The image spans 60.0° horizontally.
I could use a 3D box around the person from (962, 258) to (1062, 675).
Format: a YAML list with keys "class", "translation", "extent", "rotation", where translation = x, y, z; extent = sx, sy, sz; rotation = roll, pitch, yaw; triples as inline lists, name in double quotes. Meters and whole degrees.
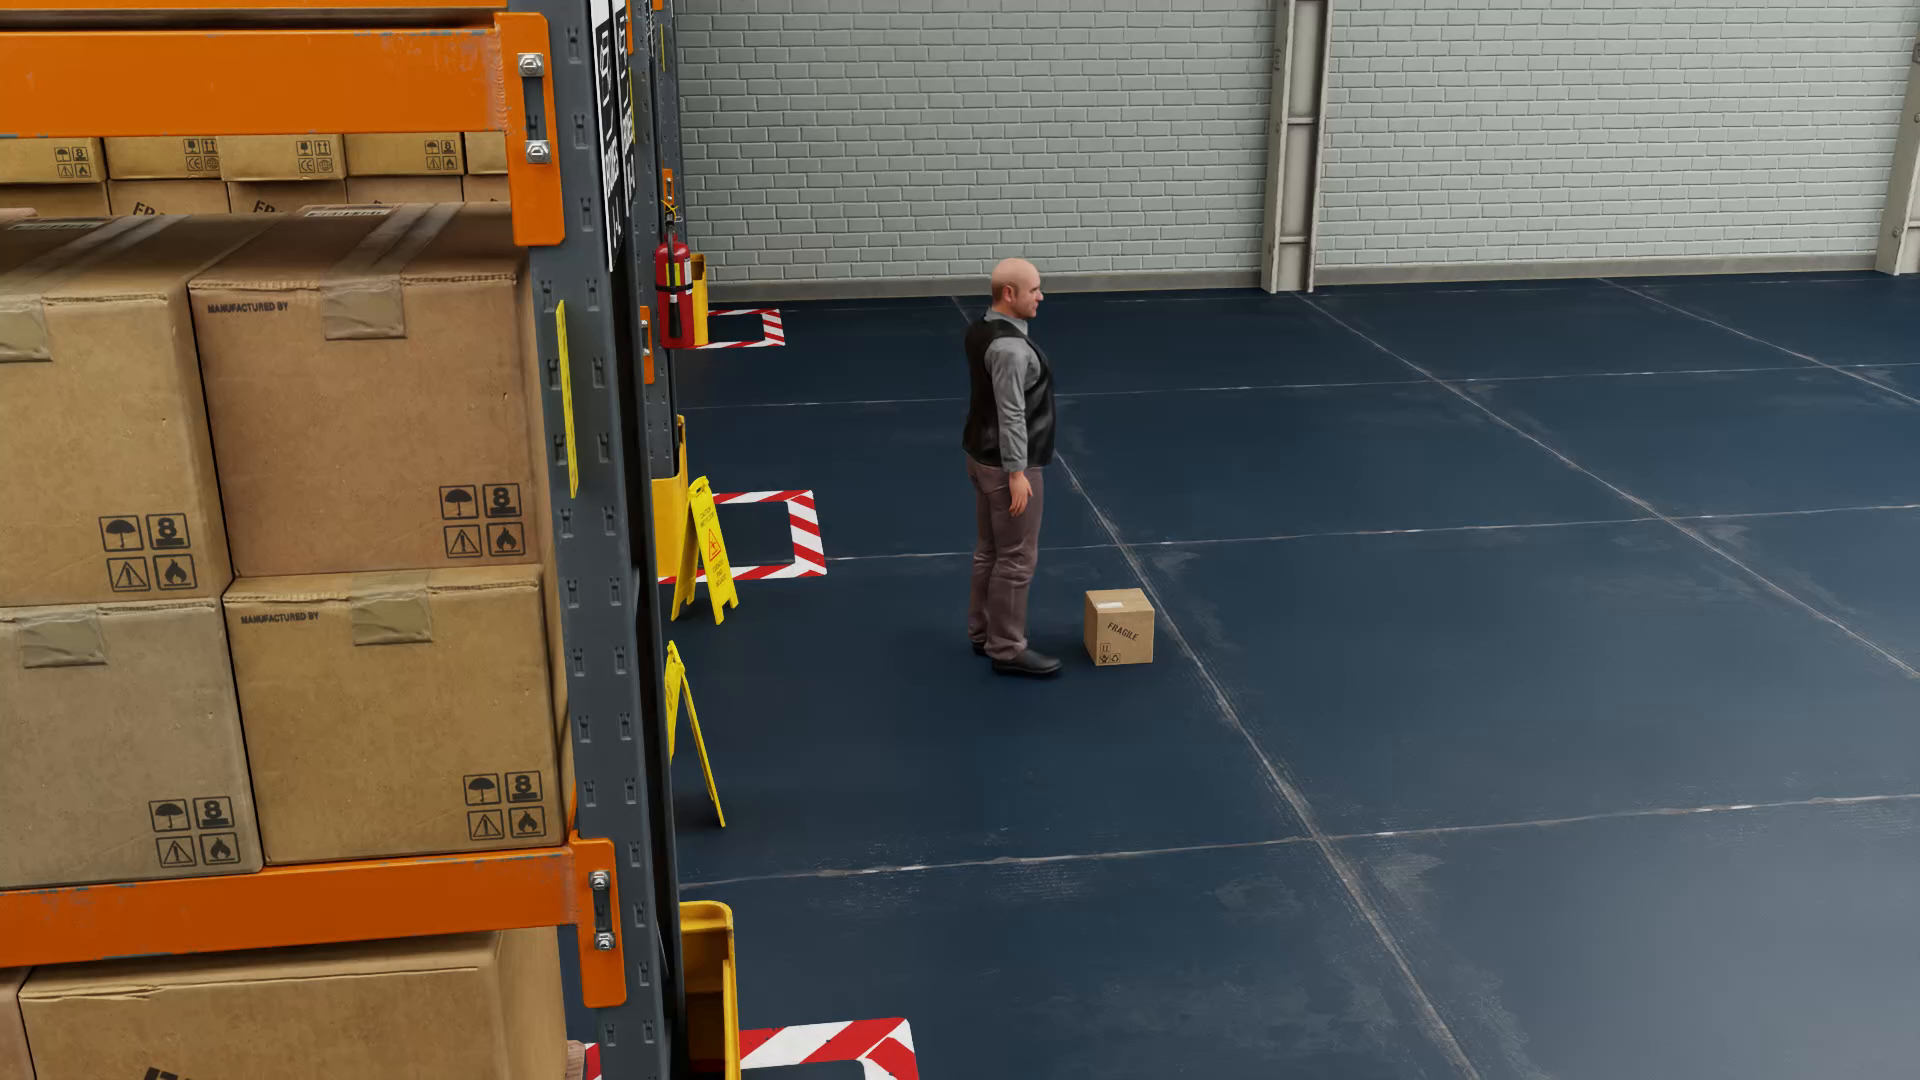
- class: "person"
  translation: [0.203, -0.312, 6.919]
  extent: [0.357, 1.726, 0.558]
  rotation: [-5, 21, -14]
